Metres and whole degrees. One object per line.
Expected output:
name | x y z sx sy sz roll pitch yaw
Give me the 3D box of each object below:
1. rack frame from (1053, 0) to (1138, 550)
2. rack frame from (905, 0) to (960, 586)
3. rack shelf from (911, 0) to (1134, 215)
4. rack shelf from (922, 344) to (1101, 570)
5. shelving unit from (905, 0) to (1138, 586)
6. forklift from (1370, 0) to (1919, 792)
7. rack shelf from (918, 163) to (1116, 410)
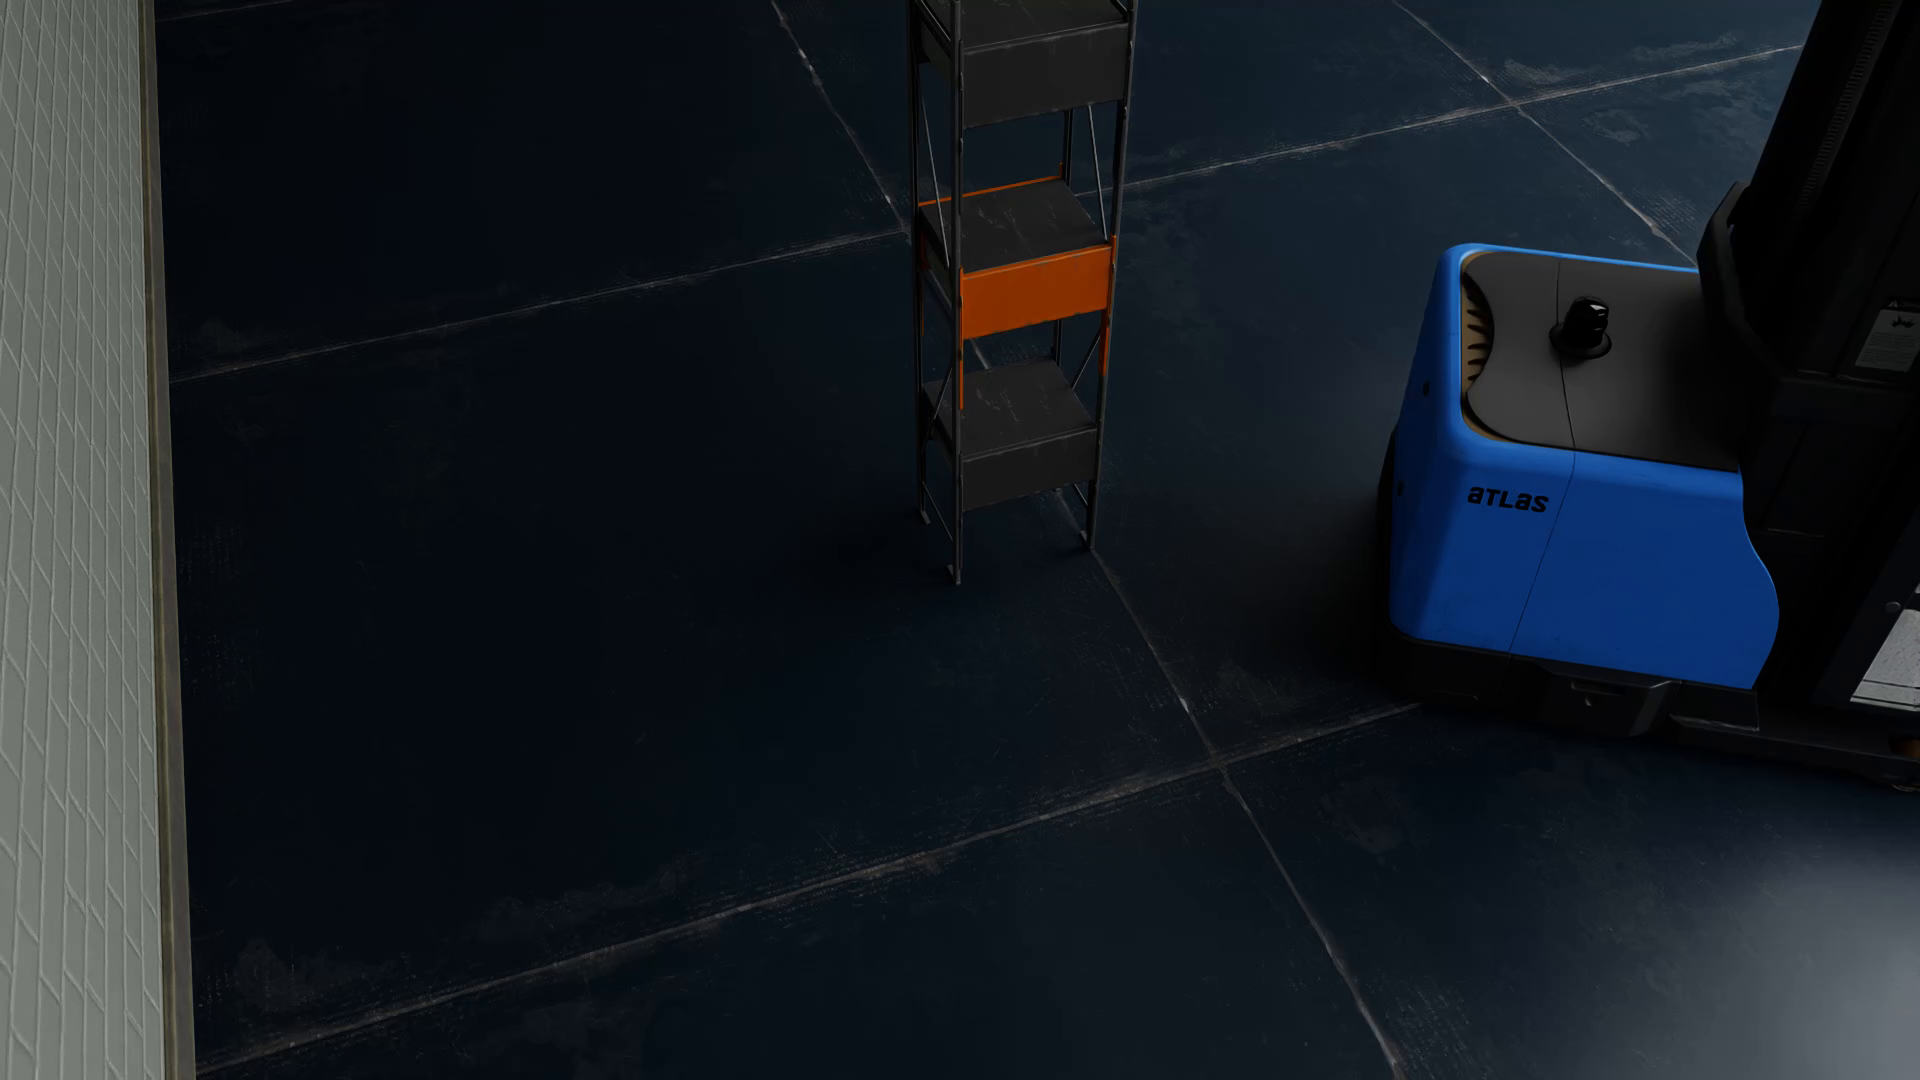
rack frame | 0.385 -0.840 5.104 0.015 2.100 0.400 -14 47 -14
rack frame | -0.074 -0.722 4.987 0.015 2.100 0.400 -14 47 -14
rack shelf | 0.156 -1.266 4.560 0.480 0.518 0.431 -14 47 -14
rack shelf | 0.156 -0.277 5.551 0.480 0.518 0.431 -14 47 -14
shelving unit | 0.156 -0.781 5.046 0.503 2.100 0.431 -14 47 -14
forklift | 2.866 -0.663 4.342 3.031 2.935 1.130 8 46 8
rack shelf | 0.156 -0.771 5.056 0.480 0.518 0.431 -14 47 -14
